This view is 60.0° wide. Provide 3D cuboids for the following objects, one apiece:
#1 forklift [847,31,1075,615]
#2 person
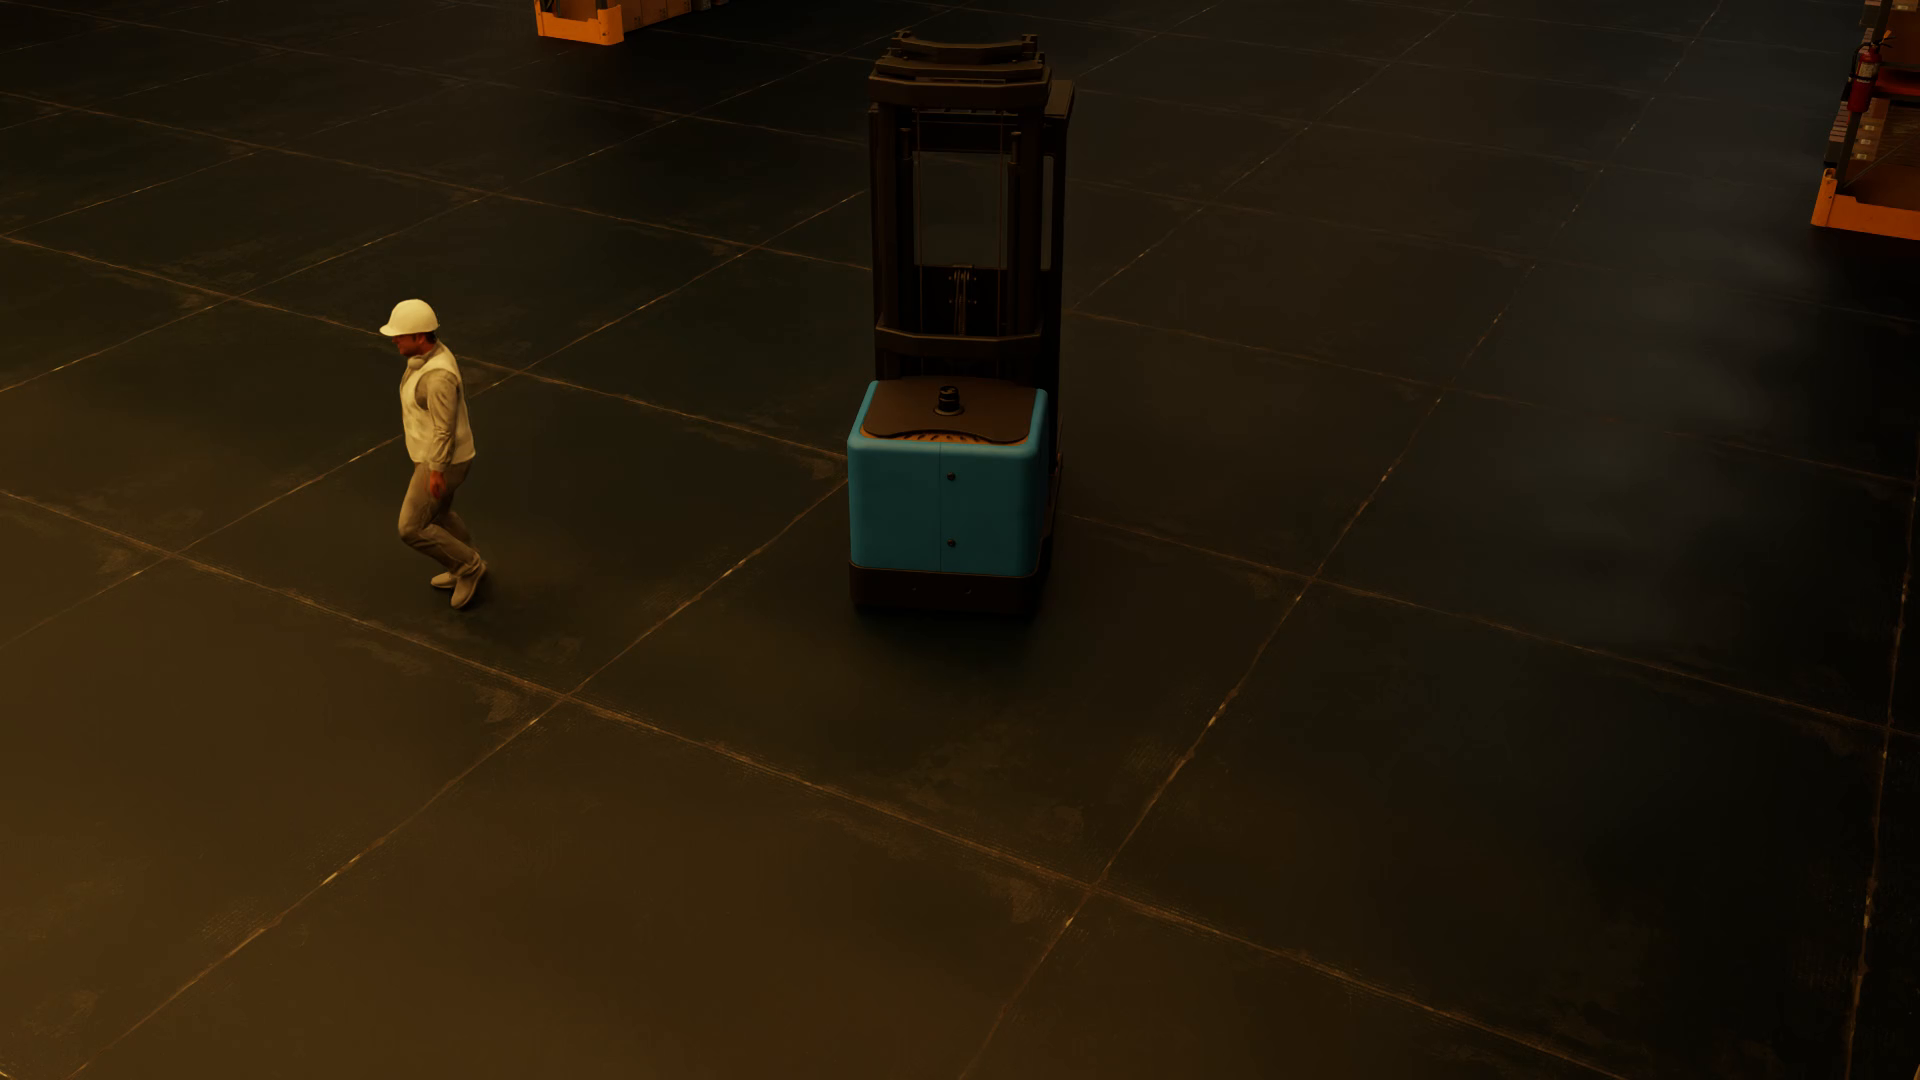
[{"bbox_3d":[0.072,-1.572,9.794,1.130,2.935,3.031,3,30,6],"label":"forklift"},{"bbox_3d":[-2.893,-0.469,9.060,0.479,1.754,0.662,-12,32,-20],"label":"person"}]
